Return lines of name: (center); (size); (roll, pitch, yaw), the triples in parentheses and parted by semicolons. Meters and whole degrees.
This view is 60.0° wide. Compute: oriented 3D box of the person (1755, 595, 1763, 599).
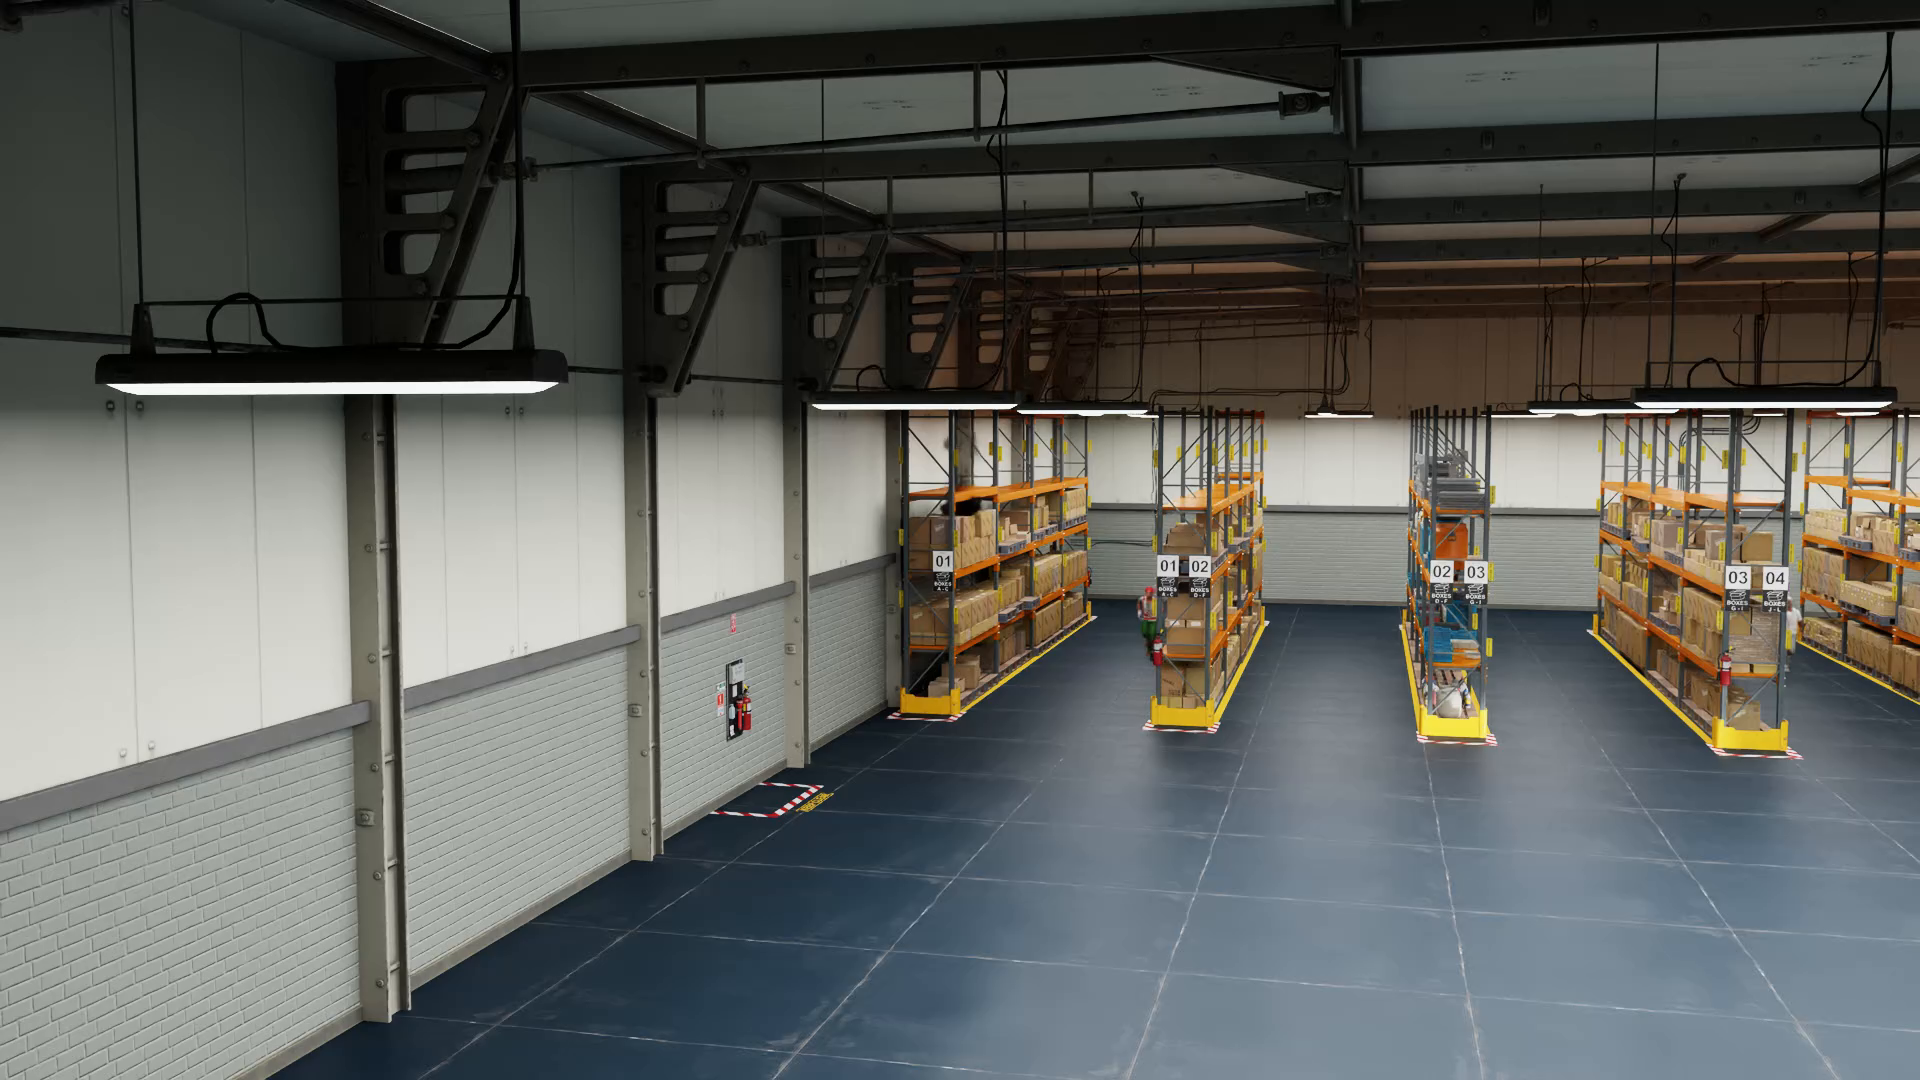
person: (21.012, 1.740, 43.652); (0.721, 1.716, 0.554); (3, 5, 34)

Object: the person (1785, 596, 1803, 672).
person: (18.925, 2.138, 38.096); (0.702, 1.726, 0.598); (1, 4, 14)

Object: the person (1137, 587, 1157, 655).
person: (4.595, 1.976, 40.443); (0.649, 1.703, 0.718); (1, 4, 14)
